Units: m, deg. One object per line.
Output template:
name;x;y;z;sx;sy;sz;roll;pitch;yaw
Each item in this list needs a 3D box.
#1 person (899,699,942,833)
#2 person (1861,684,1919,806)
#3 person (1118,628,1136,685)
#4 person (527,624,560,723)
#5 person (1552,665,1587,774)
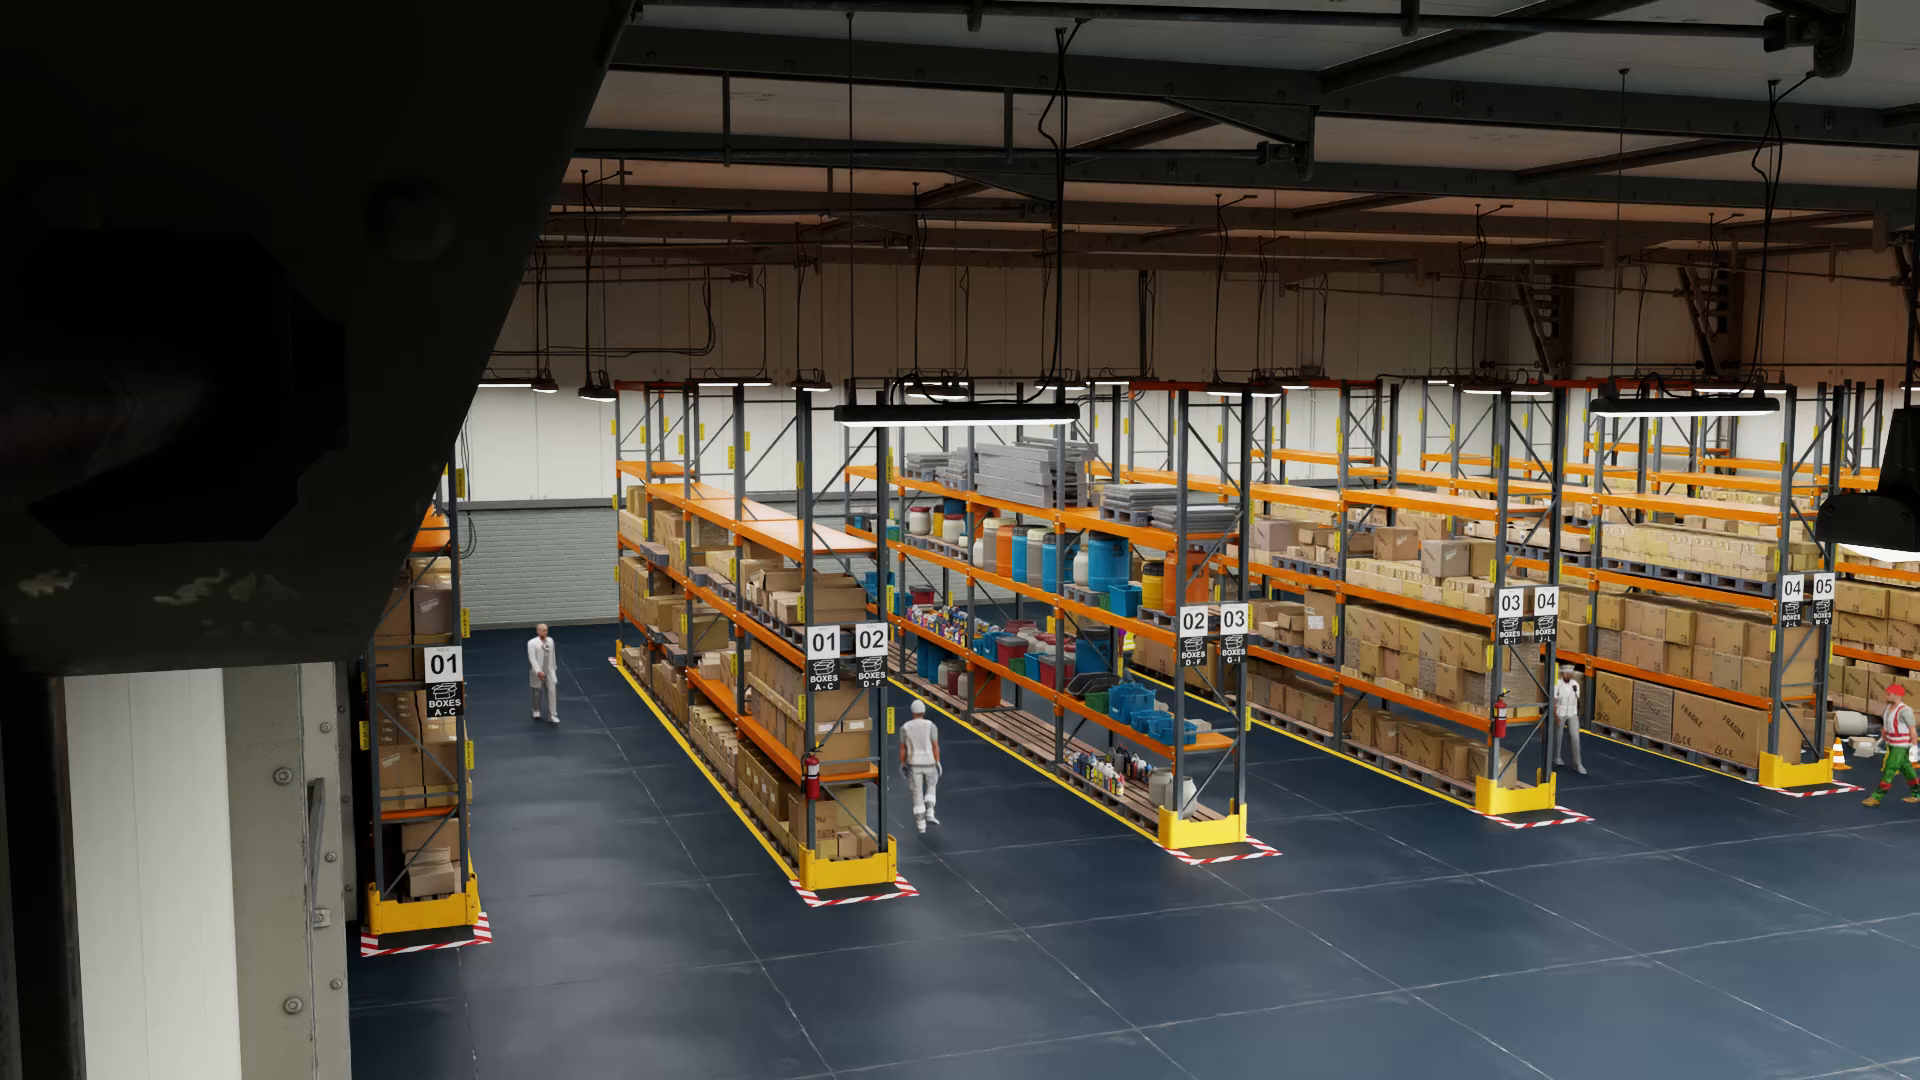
person;-0.539;3.049;22.552;0.572;1.772;0.496;-1;6;-5
person;13.386;2.922;23.844;0.985;1.724;0.601;0;6;0
person;3.087;2.003;31.269;0.578;1.621;0.658;-4;7;-36
person;-7.355;2.343;29.471;0.588;1.722;1.070;-4;7;-34
person;9.472;2.751;25.933;0.492;1.645;0.882;1;6;9
